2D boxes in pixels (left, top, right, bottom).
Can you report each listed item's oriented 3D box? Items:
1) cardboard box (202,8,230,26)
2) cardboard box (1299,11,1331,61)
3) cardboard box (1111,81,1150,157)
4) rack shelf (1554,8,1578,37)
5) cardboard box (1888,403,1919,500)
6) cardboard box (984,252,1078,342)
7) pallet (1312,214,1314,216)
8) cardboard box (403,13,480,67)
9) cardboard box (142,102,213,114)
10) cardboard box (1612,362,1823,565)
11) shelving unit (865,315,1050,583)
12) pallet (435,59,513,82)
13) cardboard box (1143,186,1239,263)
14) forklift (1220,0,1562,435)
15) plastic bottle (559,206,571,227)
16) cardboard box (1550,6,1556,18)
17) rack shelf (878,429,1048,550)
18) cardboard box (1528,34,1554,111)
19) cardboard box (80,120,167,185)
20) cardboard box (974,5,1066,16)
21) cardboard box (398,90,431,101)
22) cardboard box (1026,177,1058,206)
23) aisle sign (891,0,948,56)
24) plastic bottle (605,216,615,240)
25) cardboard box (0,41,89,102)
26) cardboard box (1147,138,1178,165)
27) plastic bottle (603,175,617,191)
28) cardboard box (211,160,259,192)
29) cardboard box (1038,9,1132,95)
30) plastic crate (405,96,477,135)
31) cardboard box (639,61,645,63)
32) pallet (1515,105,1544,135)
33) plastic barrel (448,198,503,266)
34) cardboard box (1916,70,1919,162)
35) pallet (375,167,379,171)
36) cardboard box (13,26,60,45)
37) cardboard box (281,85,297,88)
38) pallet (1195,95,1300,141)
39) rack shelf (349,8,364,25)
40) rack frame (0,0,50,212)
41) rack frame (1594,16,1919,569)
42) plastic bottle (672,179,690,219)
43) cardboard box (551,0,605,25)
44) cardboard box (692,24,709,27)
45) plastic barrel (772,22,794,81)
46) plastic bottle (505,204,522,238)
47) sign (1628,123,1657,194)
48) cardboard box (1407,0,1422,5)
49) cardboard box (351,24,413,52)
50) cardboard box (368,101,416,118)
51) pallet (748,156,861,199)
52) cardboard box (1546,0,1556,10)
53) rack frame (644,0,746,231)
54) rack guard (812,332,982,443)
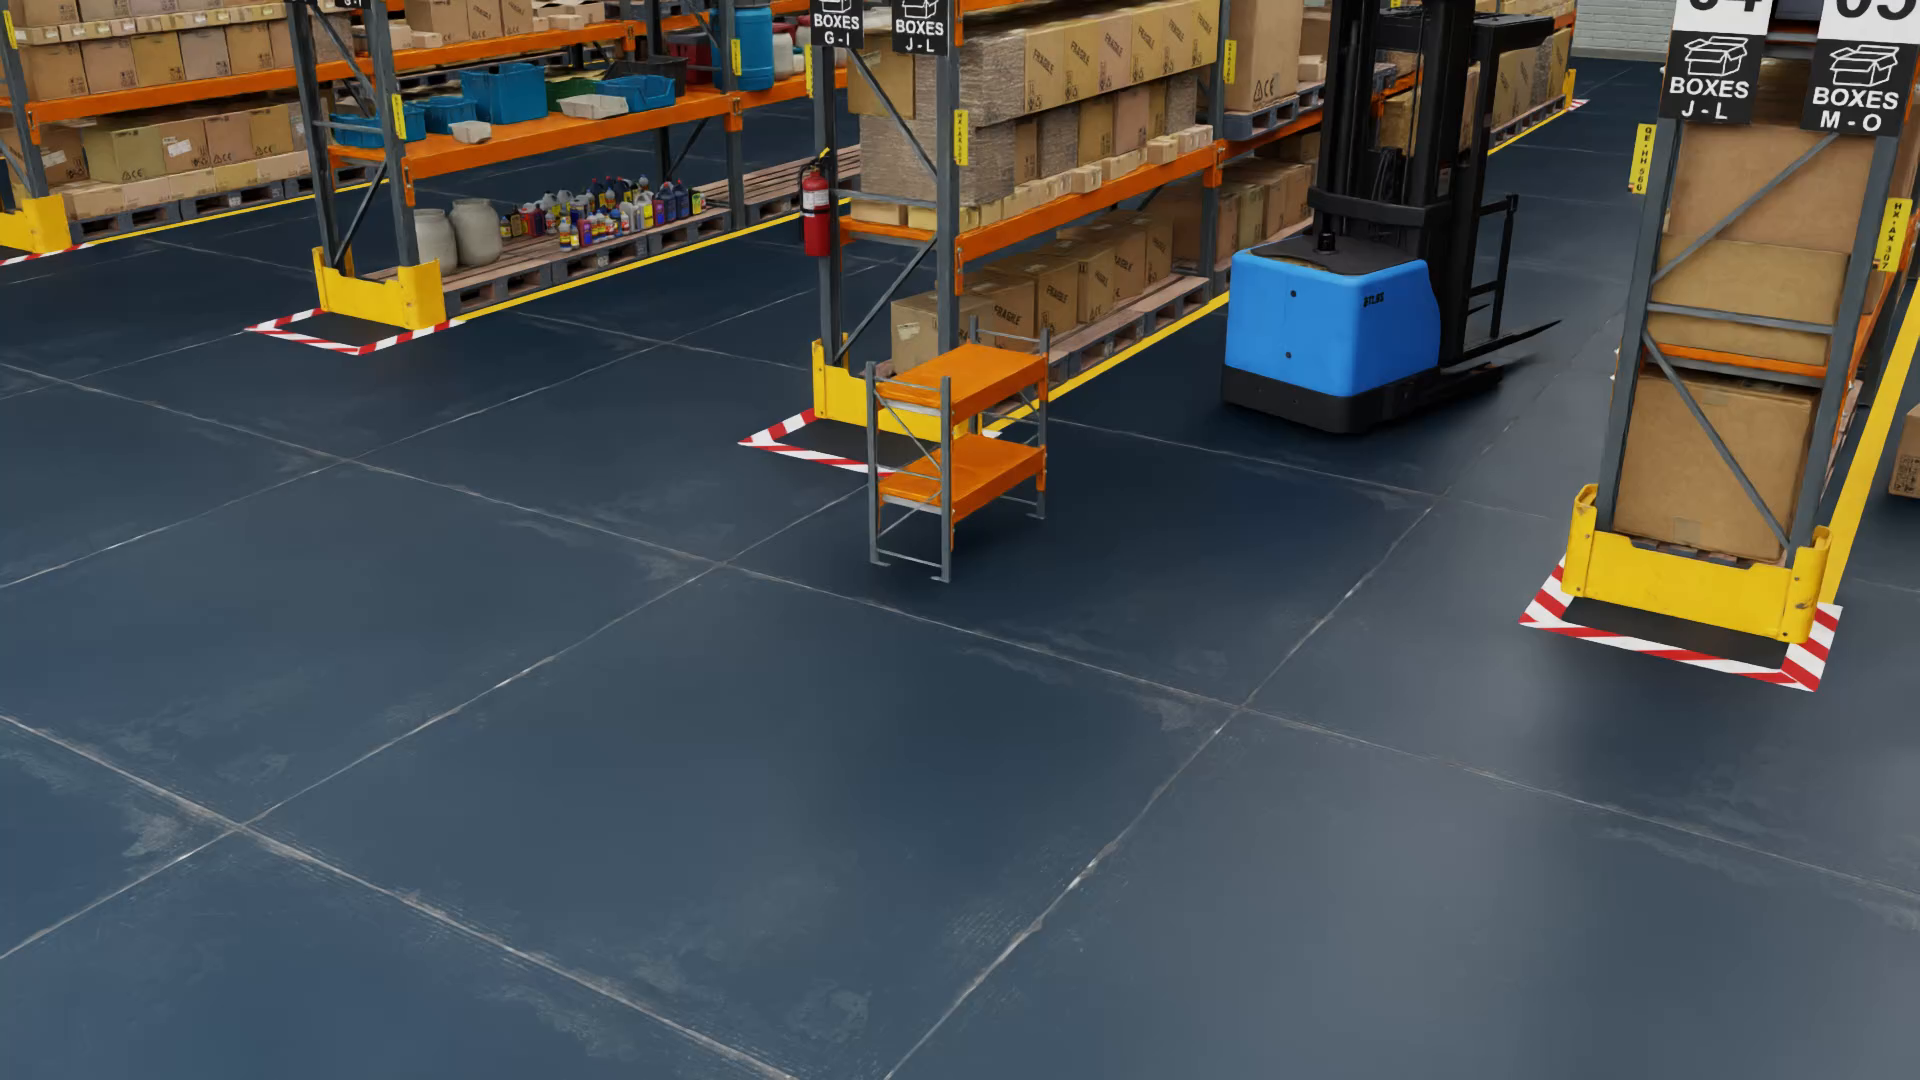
[{"bbox_3d":[-7.533,-5.239,16.633,0.380,0.149,0.250,15,28,31],"label":"cardboard box"},{"bbox_3d":[3.301,-4.662,15.589,0.700,0.500,0.500,19,30,37],"label":"cardboard box"},{"bbox_3d":[0.890,-3.165,12.286,0.875,0.500,0.500,14,27,29],"label":"cardboard box"},{"bbox_3d":[6.926,-6.518,21.437,1.077,0.370,4.000,14,27,29],"label":"rack shelf"},{"bbox_3d":[5.865,-0.515,9.807,0.500,0.500,0.500,20,30,38],"label":"cardboard box"},{"bbox_3d":[0.518,-1.792,12.232,0.500,0.500,0.500,17,29,34],"label":"cardboard box"},{"bbox_3d":[3.348,-3.280,16.561,1.003,0.211,1.213,14,27,29],"label":"pallet"},{"bbox_3d":[-7.896,-7.659,25.343,0.750,0.750,0.750,14,27,29],"label":"cardboard box"},{"bbox_3d":[-8.063,-4.228,17.229,0.500,0.500,0.500,14,27,29],"label":"cardboard box"},{"bbox_3d":[4.004,-0.510,8.798,0.875,0.875,0.875,14,27,29],"label":"cardboard box"},{"bbox_3d":[0.004,-0.518,9.032,0.538,1.125,1.048,14,27,29],"label":"shelving unit"},{"bbox_3d":[-7.739,-7.318,25.889,1.003,0.211,1.213,14,27,29],"label":"pallet"},{"bbox_3d":[1.994,-2.731,14.375,0.700,0.500,0.500,12,26,25],"label":"cardboard box"},{"bbox_3d":[3.200,-2.504,11.344,3.031,2.935,1.130,-20,30,-38],"label":"forklift"},{"bbox_3d":[-3.631,-2.963,15.287,0.097,0.201,0.097,0,23,0],"label":"plastic bottle"},{"bbox_3d":[7.536,-6.874,21.669,0.380,0.149,0.250,13,27,28],"label":"cardboard box"},{"bbox_3d":[0.004,-0.294,9.129,0.538,0.278,1.000,14,27,29],"label":"rack shelf"},{"bbox_3d":[7.232,-6.201,21.945,0.875,0.875,0.875,14,27,29],"label":"cardboard box"},{"bbox_3d":[-8.139,-3.779,16.192,0.500,0.500,0.500,14,27,29],"label":"cardboard box"},{"bbox_3d":[0.417,-3.507,11.817,0.500,0.500,0.500,14,27,29],"label":"cardboard box"},{"bbox_3d":[-6.523,-5.112,19.510,0.500,0.311,0.500,15,27,30],"label":"cardboard box"},{"bbox_3d":[0.439,-2.387,11.305,0.380,0.149,0.250,14,27,29],"label":"cardboard box"},{"bbox_3d":[-0.236,-3.232,9.669,0.394,0.787,0.004,14,27,29],"label":"aisle sign"},{"bbox_3d":[-3.159,-2.808,14.930,0.097,0.201,0.097,0,23,0],"label":"plastic bottle"},{"bbox_3d":[-8.615,-4.401,15.515,0.700,0.500,0.500,14,27,29],"label":"cardboard box"},{"bbox_3d":[1.428,-2.962,12.632,0.380,0.149,0.250,14,27,29],"label":"cardboard box"},{"bbox_3d":[-3.335,-3.312,15.905,0.144,0.351,0.185,15,27,30],"label":"plastic bottle"},{"bbox_3d":[-7.608,-3.772,17.119,0.500,0.250,0.500,14,27,29],"label":"cardboard box"},{"bbox_3d":[0.854,-3.399,11.568,0.500,0.500,0.500,14,27,29],"label":"cardboard box"},{"bbox_3d":[-4.309,-3.542,13.845,0.499,0.251,0.408,14,27,29],"label":"plastic crate"},{"bbox_3d":[-4.170,-6.049,22.040,0.500,0.500,0.500,15,28,31],"label":"cardboard box"},{"bbox_3d":[6.982,-5.547,21.798,1.003,0.211,1.213,14,27,29],"label":"pallet"},{"bbox_3d":[-4.120,-2.619,14.128,0.421,0.512,0.421,0,23,0],"label":"plastic barrel"},{"bbox_3d":[5.397,-2.637,10.017,0.875,0.550,0.550,14,27,29],"label":"cardboard box"},{"bbox_3d":[-6.407,-4.528,19.443,1.003,0.211,1.213,14,27,29],"label":"pallet"},{"bbox_3d":[-8.483,-4.631,15.230,0.380,0.149,0.250,14,27,29],"label":"cardboard box"},{"bbox_3d":[-9.569,-6.589,23.287,0.700,0.500,0.500,14,27,29],"label":"cardboard box"},{"bbox_3d":[2.178,-3.613,14.061,1.003,0.211,1.213,14,27,29],"label":"pallet"},{"bbox_3d":[-9.918,-6.932,22.393,1.077,0.370,4.000,14,27,29],"label":"rack shelf"},{"bbox_3d":[-8.873,-4.200,15.177,1.000,3.000,0.127,14,27,29],"label":"rack frame"},{"bbox_3d":[3.702,-1.050,7.899,1.000,3.000,0.127,14,27,29],"label":"rack frame"},{"bbox_3d":[-2.651,-3.220,15.692,0.144,0.351,0.185,13,27,28],"label":"plastic bottle"},{"bbox_3d":[-4.882,-6.746,21.170,0.500,0.311,0.500,16,28,32],"label":"cardboard box"},{"bbox_3d":[-4.927,-9.426,29.865,0.700,0.500,0.500,14,27,29],"label":"cardboard box"},{"bbox_3d":[-1.865,-4.850,16.508,0.433,0.535,0.433,0,23,0],"label":"plastic barrel"},{"bbox_3d":[-4.024,-2.871,14.973,0.061,0.283,0.133,15,27,30],"label":"plastic bottle"},{"bbox_3d":[3.248,-1.808,7.895,0.100,0.325,0.005,14,27,29],"label":"sign"},{"bbox_3d":[4.507,-5.792,17.466,0.797,0.503,0.637,15,27,30],"label":"cardboard box"},{"bbox_3d":[-6.540,-5.657,18.730,0.500,0.250,0.500,16,28,32],"label":"cardboard box"},{"bbox_3d":[-6.333,-4.826,18.849,0.500,0.311,0.500,14,27,29],"label":"cardboard box"},{"bbox_3d":[-1.532,-3.918,18.035,1.003,0.211,1.213,14,27,29],"label":"pallet"},{"bbox_3d":[7.415,-7.029,21.525,0.500,0.250,0.500,13,27,27],"label":"cardboard box"},{"bbox_3d":[-2.556,-4.511,15.895,1.000,3.000,0.127,14,27,29],"label":"rack frame"},{"bbox_3d":[-0.418,-1.002,10.935,1.175,0.500,0.348,14,27,29],"label":"rack guard"}]
